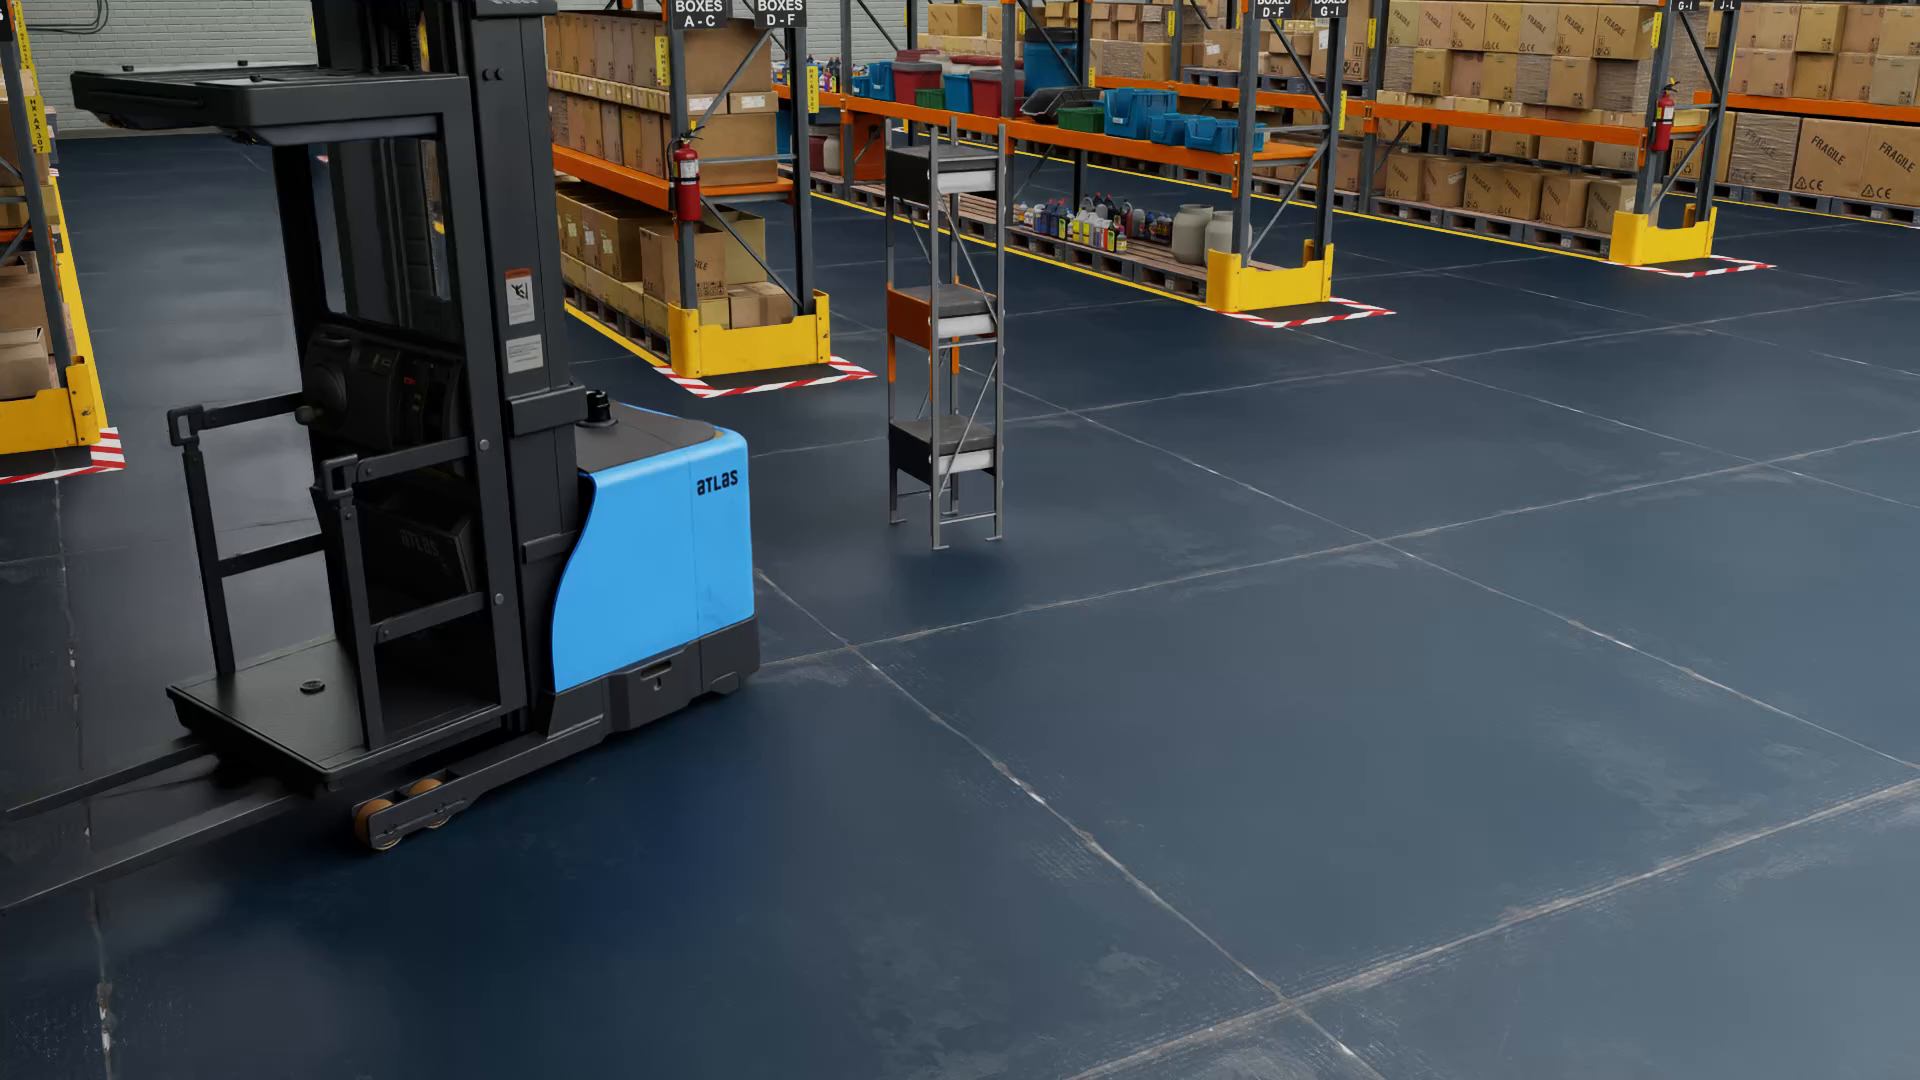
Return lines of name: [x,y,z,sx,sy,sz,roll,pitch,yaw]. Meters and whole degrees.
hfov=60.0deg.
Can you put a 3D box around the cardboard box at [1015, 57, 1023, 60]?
cardboard box: [1.026,-7.622,26.507,0.380,0.149,0.250,-10,21,-26]

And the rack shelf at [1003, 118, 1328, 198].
rack shelf: [1.849,-3.726,15.934,1.077,0.370,4.000,-10,21,-27]

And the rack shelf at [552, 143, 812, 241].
rack shelf: [-2.512,-2.960,13.714,1.077,0.370,4.000,-10,21,-27]

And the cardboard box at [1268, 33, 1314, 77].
cardboard box: [4.354,-6.138,21.019,0.797,0.503,0.637,-8,20,-21]

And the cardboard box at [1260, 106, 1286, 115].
cardboard box: [5.443,-7.476,28.969,0.380,0.149,0.250,-10,21,-26]

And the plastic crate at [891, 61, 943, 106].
plastic crate: [-0.502,-5.308,19.316,0.402,0.464,0.583,-10,21,-27]

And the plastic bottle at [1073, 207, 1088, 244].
plastic bottle: [1.209,-3.124,16.472,0.144,0.351,0.185,-10,21,-27]

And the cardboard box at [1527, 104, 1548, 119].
cardboard box: [6.233,-4.547,17.594,0.380,0.149,0.250,-10,21,-27]

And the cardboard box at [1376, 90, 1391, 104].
cardboard box: [5.096,-5.180,19.431,0.380,0.149,0.250,-10,21,-27]

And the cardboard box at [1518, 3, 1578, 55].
cardboard box: [6.201,-5.326,17.325,0.500,0.500,0.500,-10,21,-27]

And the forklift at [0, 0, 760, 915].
forklift: [-2.156,-0.526,5.661,1.130,2.935,3.031,15,24,37]

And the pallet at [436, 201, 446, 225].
pallet: [-5.683,-3.924,19.681,1.003,0.211,1.213,-10,21,-27]

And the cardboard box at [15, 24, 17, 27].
cardboard box: [-10.695,-5.565,18.371,0.500,0.250,0.500,-10,21,-26]

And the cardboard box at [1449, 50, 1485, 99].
cardboard box: [5.950,-5.180,18.434,0.875,0.500,0.500,-10,21,-27]

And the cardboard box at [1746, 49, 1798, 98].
cardboard box: [10.291,-5.786,20.571,0.875,0.550,0.550,-10,21,-27]

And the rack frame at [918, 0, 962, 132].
rack frame: [-0.440,-8.852,29.687,1.000,3.000,0.127,-10,21,-27]

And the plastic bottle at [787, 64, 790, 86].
plastic bottle: [-2.262,-6.203,22.188,0.061,0.283,0.133,-10,21,-27]

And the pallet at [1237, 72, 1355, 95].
pallet: [4.335,-5.903,21.434,1.003,0.211,1.213,-10,21,-27]

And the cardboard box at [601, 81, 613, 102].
cardboard box: [-2.650,-3.605,13.332,0.380,0.149,0.250,-10,22,-27]

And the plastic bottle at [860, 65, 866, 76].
plastic bottle: [-1.274,-6.152,22.041,0.061,0.283,0.133,-10,21,-27]

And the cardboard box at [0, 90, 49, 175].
cardboard box: [-6.108,-2.578,10.552,0.500,0.500,0.500,-10,21,-27]

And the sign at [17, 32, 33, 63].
sign: [-9.246,-4.851,16.437,0.100,0.325,0.005,-10,21,-27]

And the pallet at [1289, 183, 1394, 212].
pallet: [4.887,-4.313,20.806,1.003,0.211,1.213,-10,21,-27]

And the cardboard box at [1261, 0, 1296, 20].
cardboard box: [5.411,-9.197,28.543,0.500,0.500,0.500,-11,22,-29]

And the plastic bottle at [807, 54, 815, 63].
plastic bottle: [-2.087,-6.647,23.372,0.144,0.351,0.185,-10,21,-27]

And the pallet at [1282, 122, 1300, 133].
pallet: [5.522,-7.312,29.499,1.003,0.211,1.213,-10,21,-27]

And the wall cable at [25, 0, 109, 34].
wall cable: [-15.889,-9.598,27.410,3.097,2.526,0.112,-10,21,-27]

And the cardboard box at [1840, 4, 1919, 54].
cardboard box: [10.940,-6.018,19.587,0.875,0.550,0.550,-10,21,-27]

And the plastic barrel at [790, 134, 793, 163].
plastic barrel: [-2.131,-5.421,22.914,0.421,0.512,0.421,0,19,0]

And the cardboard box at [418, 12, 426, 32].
cardboard box: [-7.237,-6.869,22.254,0.500,0.500,0.500,-9,21,-25]

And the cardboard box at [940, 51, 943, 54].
cardboard box: [-0.192,-8.359,28.642,0.380,0.149,0.250,-10,22,-27]

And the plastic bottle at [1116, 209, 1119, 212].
plastic bottle: [1.664,-3.329,17.169,0.061,0.283,0.133,-8,21,-23]

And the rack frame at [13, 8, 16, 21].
rack frame: [-11.618,-5.402,19.689,1.000,3.000,0.127,-10,21,-27]

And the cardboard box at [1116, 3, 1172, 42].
cardboard box: [2.719,-7.477,24.011,0.797,0.503,0.637,-9,21,-25]

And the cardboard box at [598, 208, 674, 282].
cardboard box: [-2.567,-2.372,13.328,0.500,0.500,0.500,-10,21,-27]

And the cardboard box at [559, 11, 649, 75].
cardboard box: [-3.004,-4.263,14.246,0.700,0.500,0.500,-10,21,-27]

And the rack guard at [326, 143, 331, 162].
rack guard: [-9.124,-6.116,25.588,1.175,0.500,0.348,-10,21,-27]

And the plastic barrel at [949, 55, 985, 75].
plastic barrel: [0.084,-5.348,19.323,0.433,0.535,0.433,0,19,0]

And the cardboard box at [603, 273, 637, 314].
cardboard box: [-2.564,-2.018,13.452,0.500,0.250,0.500,-10,21,-27]

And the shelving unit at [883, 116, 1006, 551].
shelving unit: [-0.079,-1.040,8.427,0.431,2.100,0.503,-10,21,-27]

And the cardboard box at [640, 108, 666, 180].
cardboard box: [-2.026,-3.059,12.745,0.700,0.500,0.500,-9,21,-25]

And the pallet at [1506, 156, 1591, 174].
pallet: [8.655,-5.389,23.925,1.003,0.211,1.213,-10,21,-27]

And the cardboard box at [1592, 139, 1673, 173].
cardboard box: [9.297,-5.446,22.621,1.050,0.750,0.750,-10,21,-27]

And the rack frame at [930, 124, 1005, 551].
rack frame: [0.037,-0.970,8.224,0.400,2.100,0.015,-10,21,-27]

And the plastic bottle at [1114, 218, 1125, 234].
plastic bottle: [1.539,-2.969,16.126,0.061,0.283,0.133,-10,21,-27]

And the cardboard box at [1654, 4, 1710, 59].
cardboard box: [7.136,-5.120,16.728,0.500,0.500,0.500,-10,21,-27]

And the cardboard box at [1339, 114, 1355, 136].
cardboard box: [6.503,-6.907,27.238,0.500,0.500,0.500,-10,21,-26]

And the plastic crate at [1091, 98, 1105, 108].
plastic crate: [1.664,-4.294,16.706,0.499,0.251,0.616,-10,21,-27]

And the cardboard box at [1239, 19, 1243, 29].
cardboard box: [5.148,-8.876,29.145,0.500,0.500,0.500,-11,22,-28]

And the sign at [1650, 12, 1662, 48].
sign: [6.660,-4.876,15.903,0.100,0.325,0.005,-10,21,-27]
